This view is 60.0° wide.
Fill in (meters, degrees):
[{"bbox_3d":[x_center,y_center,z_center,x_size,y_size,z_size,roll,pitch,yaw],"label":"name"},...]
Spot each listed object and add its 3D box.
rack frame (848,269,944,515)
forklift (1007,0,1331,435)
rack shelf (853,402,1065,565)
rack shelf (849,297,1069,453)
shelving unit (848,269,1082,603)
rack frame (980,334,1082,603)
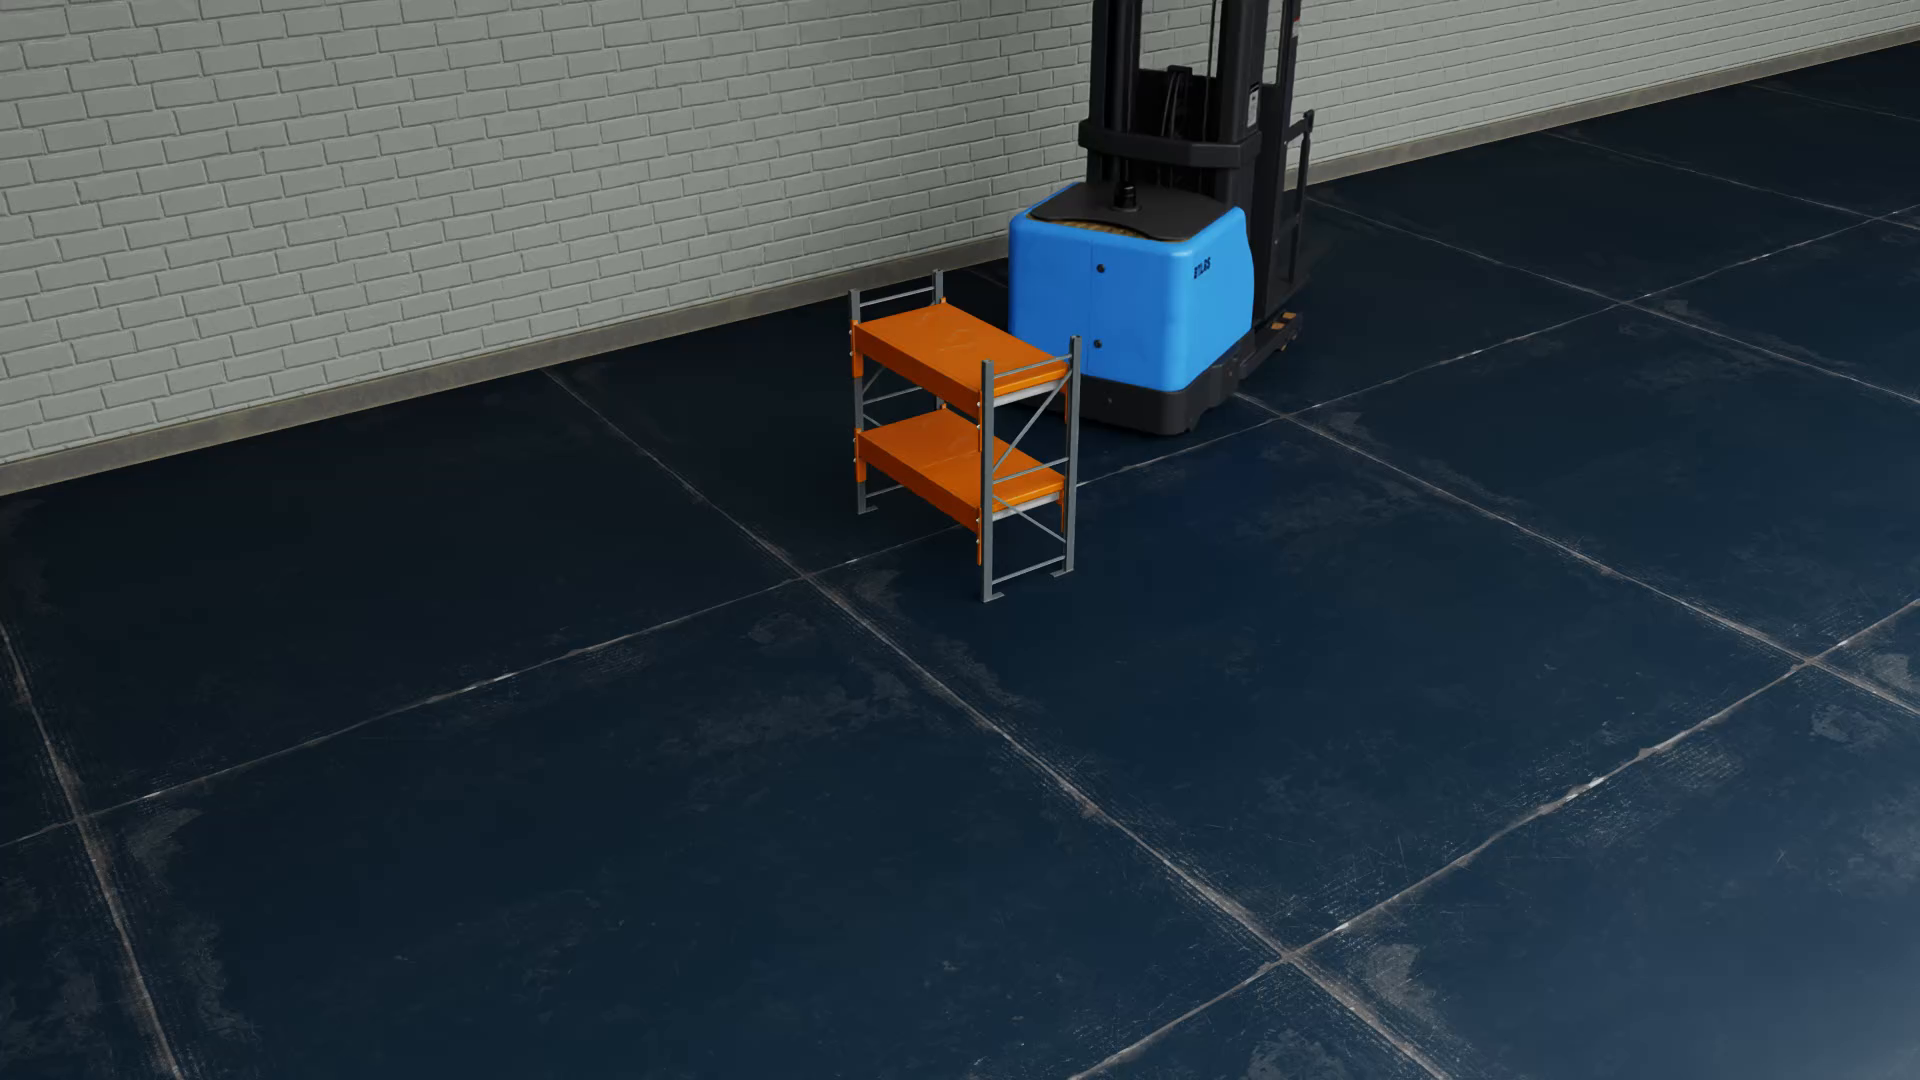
[{"bbox_3d":[-0.291,-0.689,7.841,0.500,1.125,0.032,-19,34,-31],"label":"rack frame"},{"bbox_3d":[1.397,-2.499,9.281,1.130,2.935,3.031,15,32,25],"label":"forklift"},{"bbox_3d":[0.004,-0.277,7.593,0.538,0.278,1.000,-19,34,-31],"label":"rack shelf"},{"bbox_3d":[0.004,-0.749,7.337,0.538,0.278,1.000,-19,34,-31],"label":"rack shelf"},{"bbox_3d":[0.004,-0.492,7.477,0.538,1.125,1.048,-19,34,-31],"label":"shelving unit"},{"bbox_3d":[0.299,-0.294,7.113,0.500,1.125,0.032,-19,34,-31],"label":"rack frame"}]
